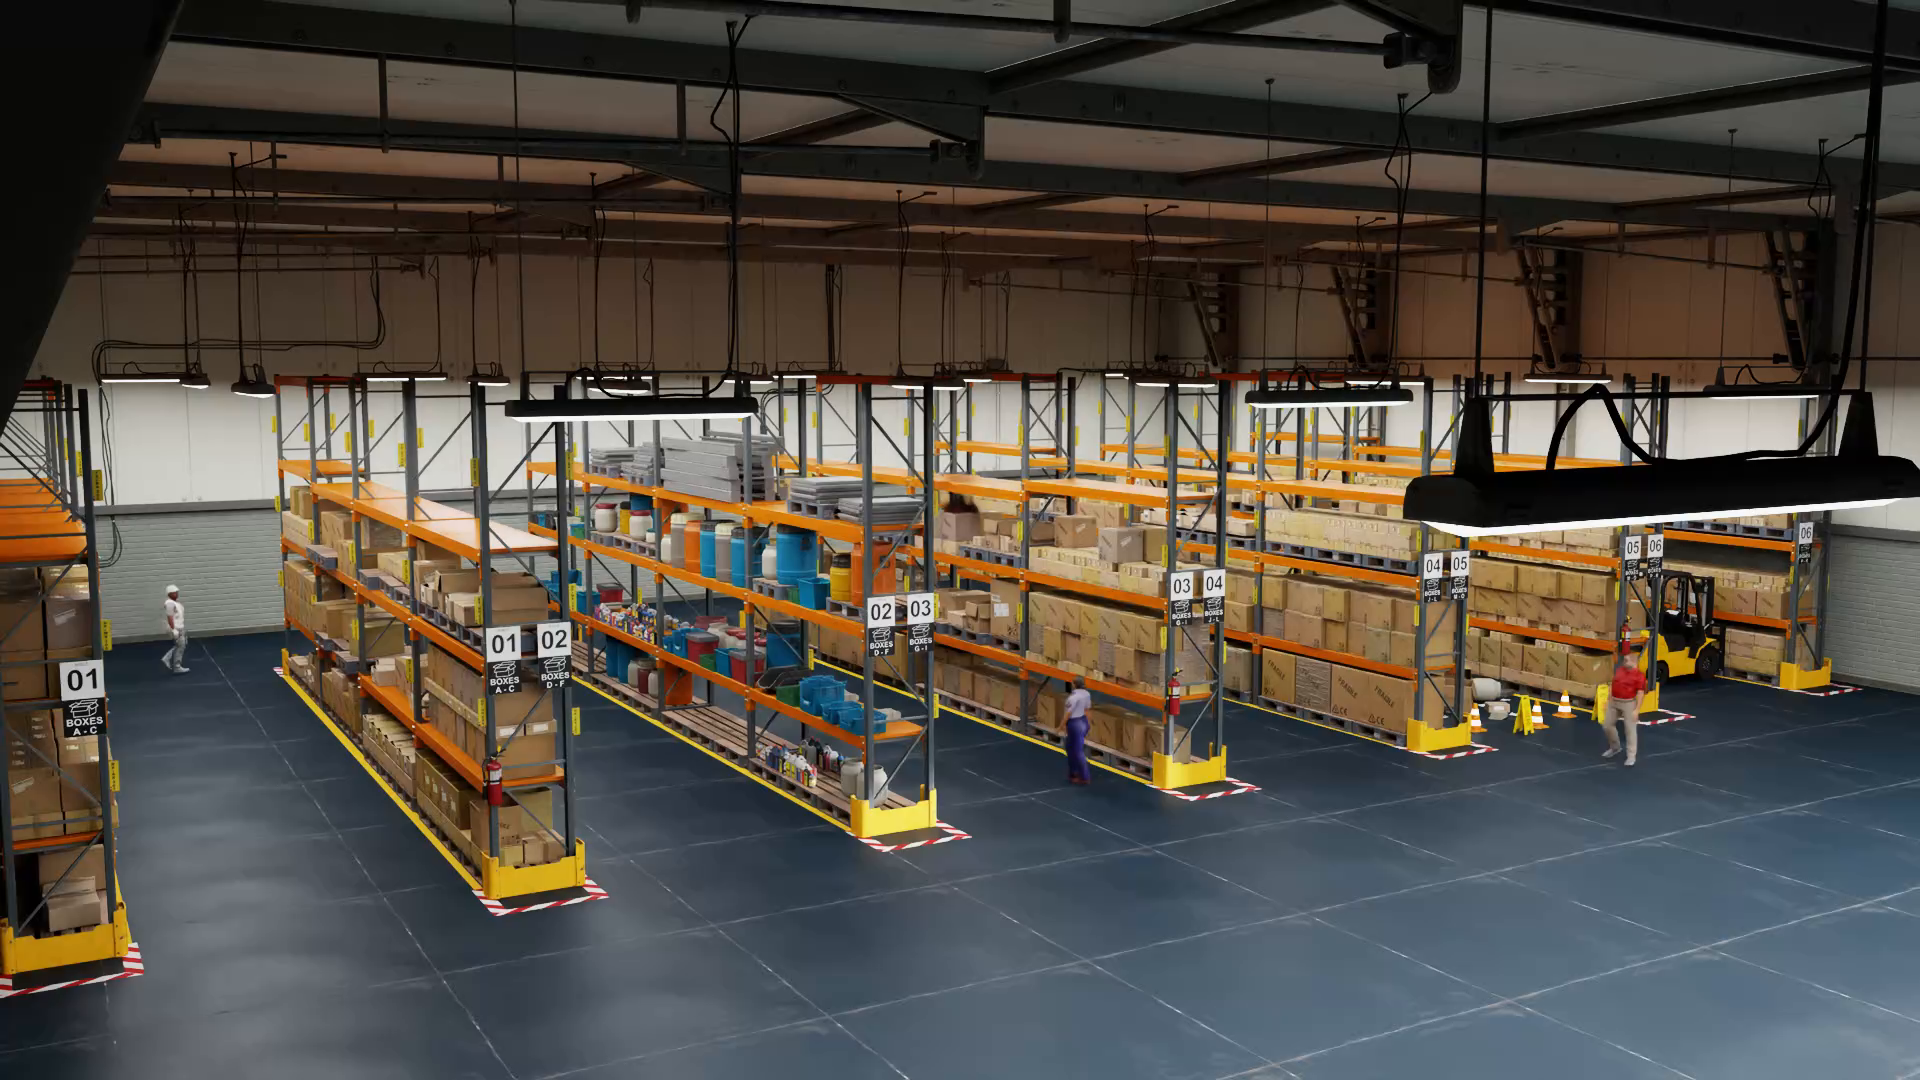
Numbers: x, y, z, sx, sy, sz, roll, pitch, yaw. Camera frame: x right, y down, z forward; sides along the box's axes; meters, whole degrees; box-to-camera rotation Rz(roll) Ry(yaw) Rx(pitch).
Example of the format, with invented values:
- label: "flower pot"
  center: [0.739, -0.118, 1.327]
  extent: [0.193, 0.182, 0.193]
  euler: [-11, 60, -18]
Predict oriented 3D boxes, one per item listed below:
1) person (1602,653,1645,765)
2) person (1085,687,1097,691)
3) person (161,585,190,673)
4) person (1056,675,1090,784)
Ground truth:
- label: "person"
  center: [10.399, 2.631, 26.092]
  extent: [0.486, 1.755, 0.645]
  euler: [-6, 9, -44]
- label: "person"
  center: [2.380, 1.865, 30.287]
  extent: [0.666, 1.745, 0.594]
  euler: [0, 6, -1]
- label: "person"
  center: [-15.752, 1.782, 33.366]
  extent: [0.476, 1.771, 0.563]
  euler: [-4, 7, -29]
- label: "person"
  center: [1.720, 2.847, 24.746]
  extent: [0.521, 1.699, 0.518]
  euler: [3, 7, 25]
